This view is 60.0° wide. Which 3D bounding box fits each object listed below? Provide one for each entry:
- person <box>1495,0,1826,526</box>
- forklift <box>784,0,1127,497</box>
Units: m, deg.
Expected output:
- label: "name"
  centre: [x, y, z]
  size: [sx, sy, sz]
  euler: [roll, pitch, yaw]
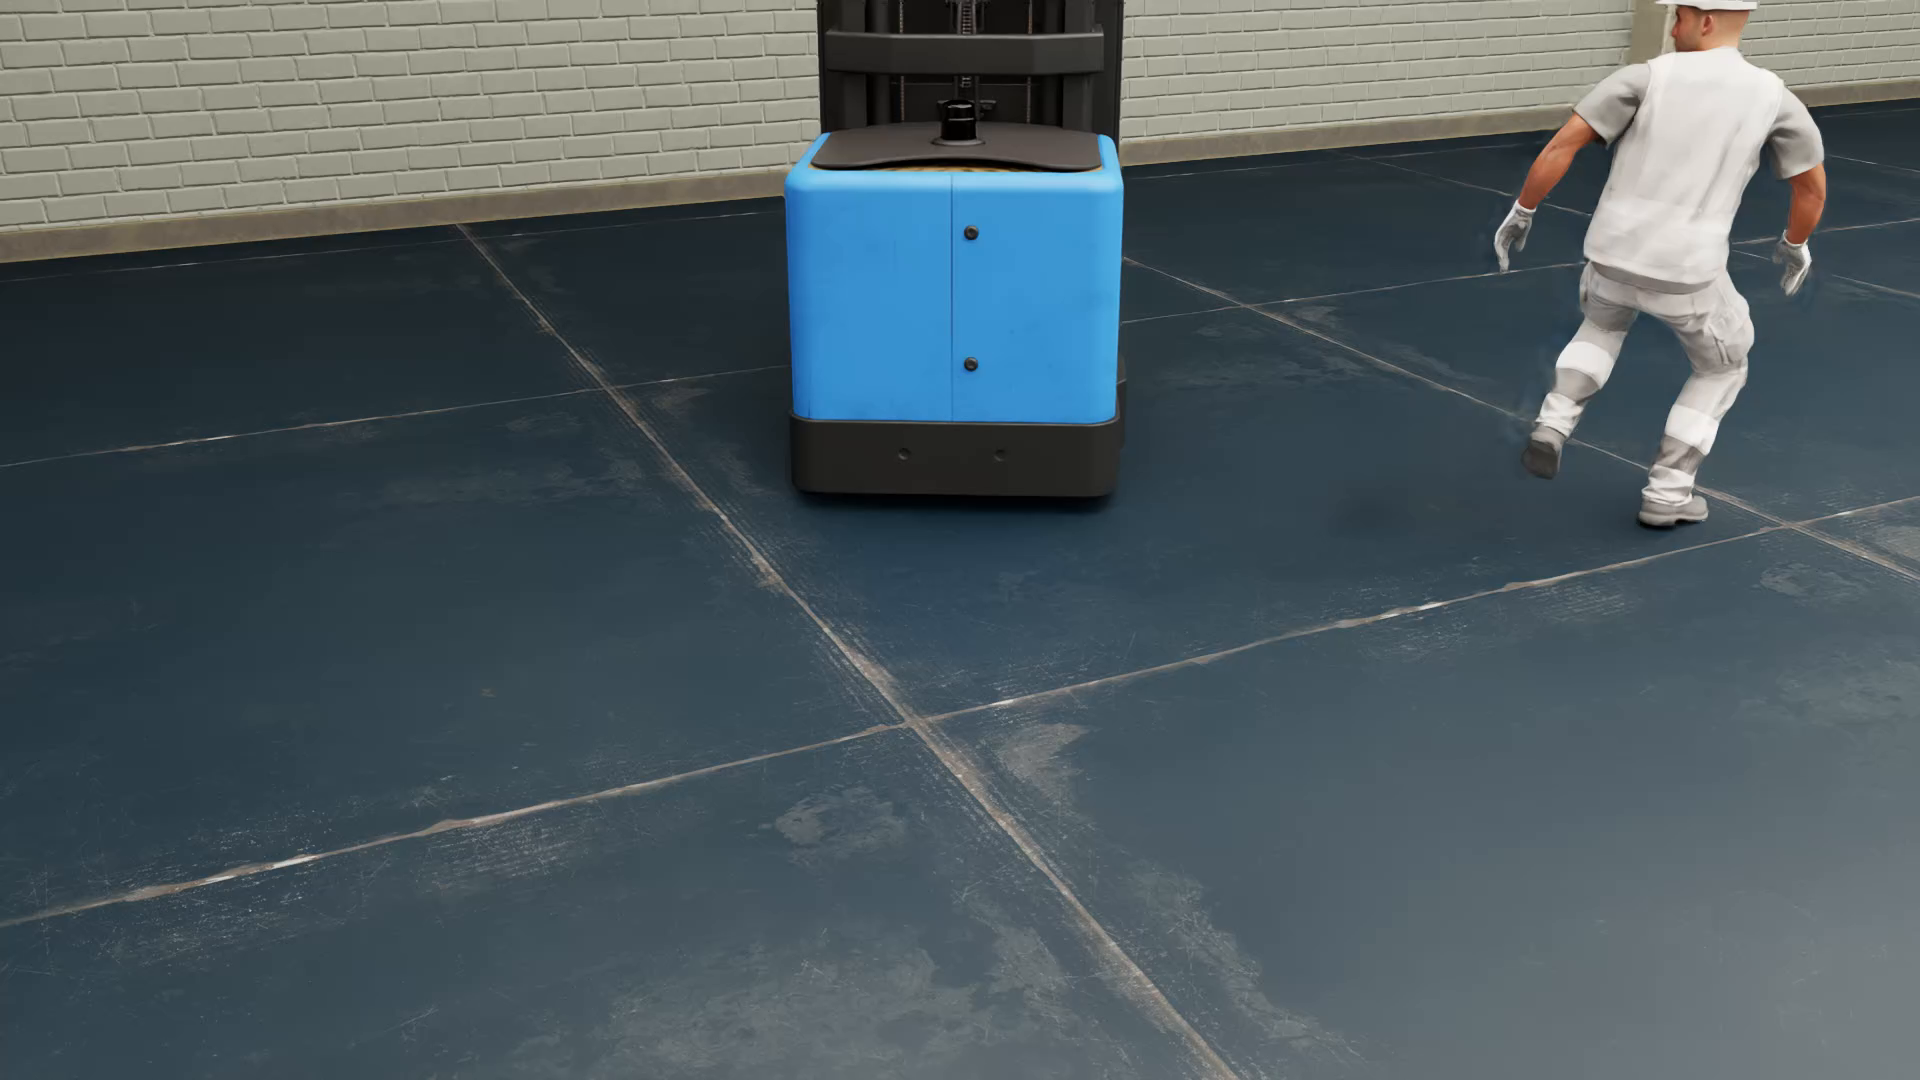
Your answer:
- label: "person"
  centre: [2.120, -0.878, 5.052]
  size: [0.831, 1.676, 0.621]
  euler: [16, 27, 33]
- label: "forklift"
  centre: [0.049, -2.009, 6.123]
  size: [1.130, 2.935, 3.031]
  euler: [1, 23, 3]
